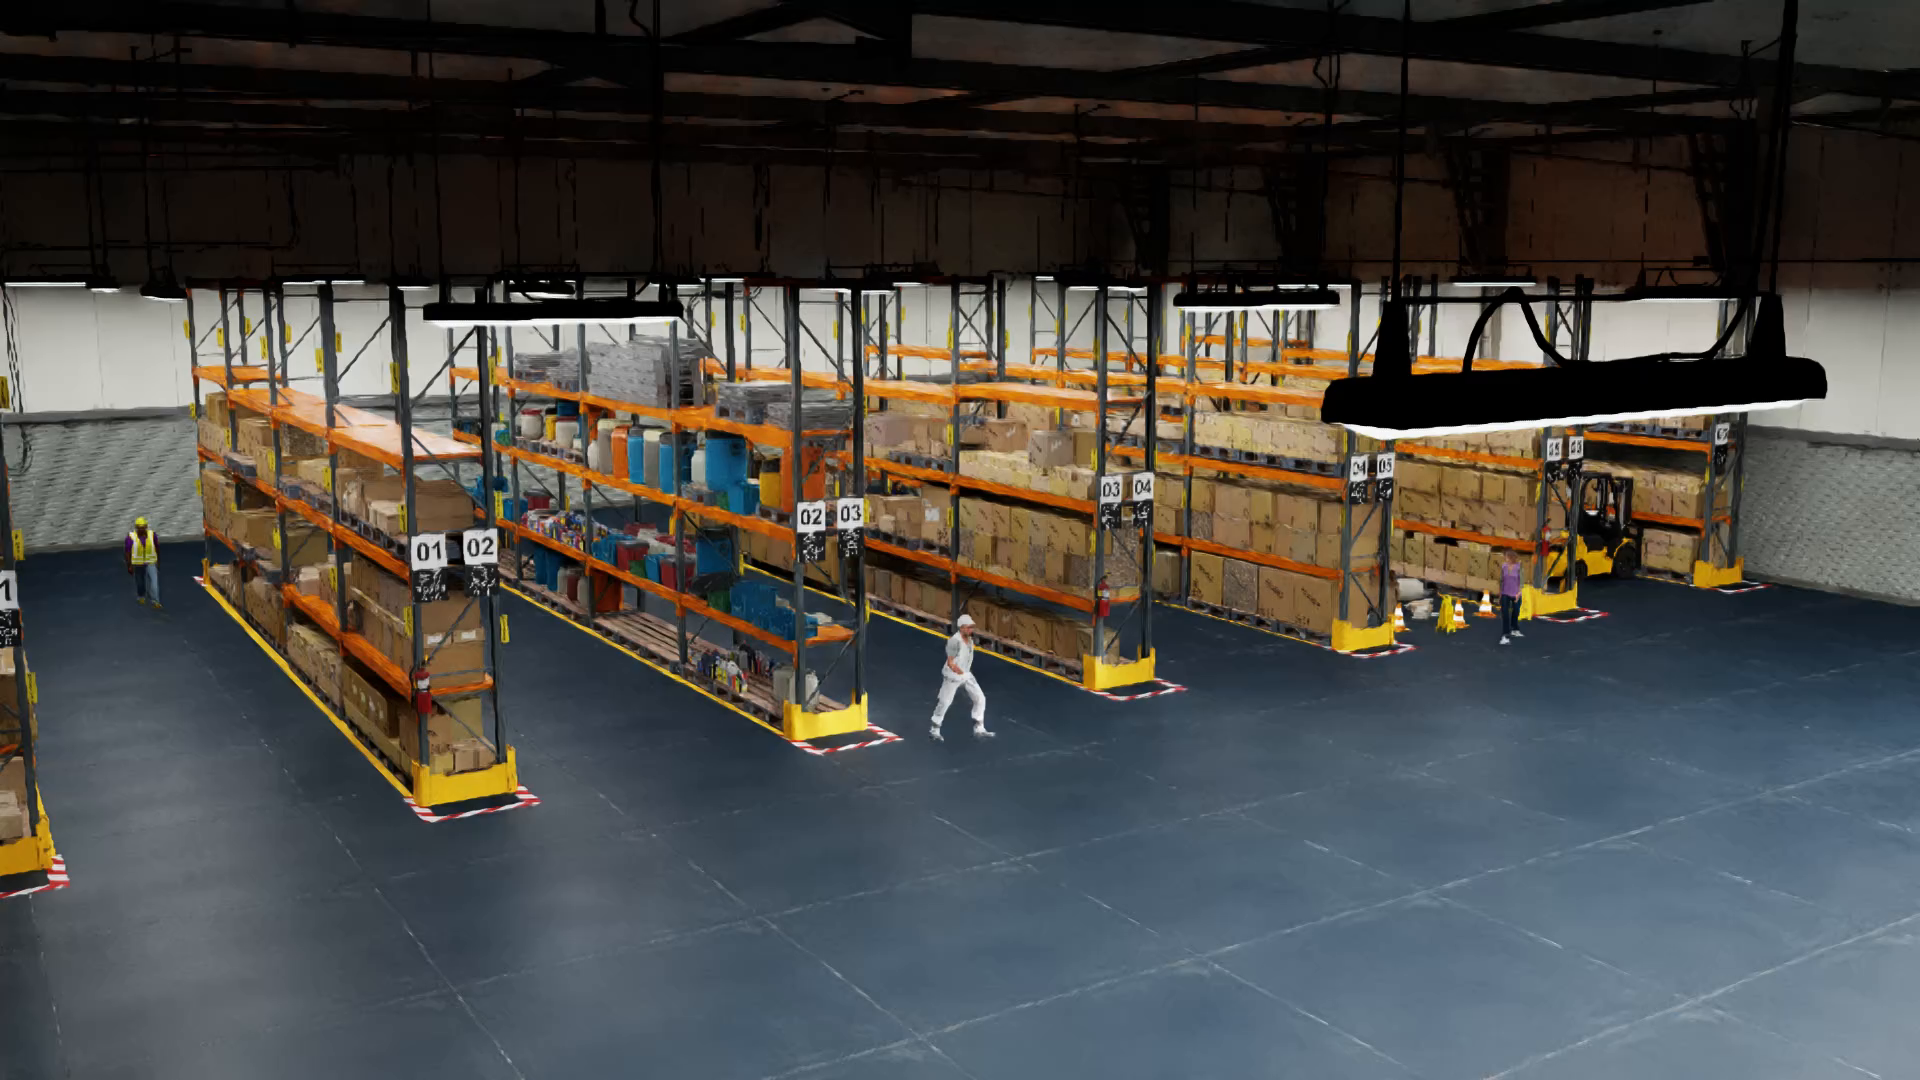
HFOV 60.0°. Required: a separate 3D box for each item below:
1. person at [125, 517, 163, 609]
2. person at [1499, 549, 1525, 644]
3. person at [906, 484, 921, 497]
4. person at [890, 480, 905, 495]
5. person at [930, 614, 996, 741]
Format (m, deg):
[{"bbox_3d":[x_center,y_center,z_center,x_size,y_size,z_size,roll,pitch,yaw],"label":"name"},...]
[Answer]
[{"bbox_3d":[-14.958,0.404,30.462,0.577,1.691,1.121,-5,11,-29],"label":"person"},{"bbox_3d":[9.239,0.912,27.834,0.442,1.588,0.640,5,11,26],"label":"person"},{"bbox_3d":[-1.160,-1.581,42.092,0.514,1.749,0.640,-7,12,-36],"label":"person"},{"bbox_3d":[-1.431,-0.517,36.350,0.592,1.590,0.517,-7,12,-34],"label":"person"},{"bbox_3d":[-0.010,1.814,21.995,0.774,1.727,0.675,7,12,36],"label":"person"}]
